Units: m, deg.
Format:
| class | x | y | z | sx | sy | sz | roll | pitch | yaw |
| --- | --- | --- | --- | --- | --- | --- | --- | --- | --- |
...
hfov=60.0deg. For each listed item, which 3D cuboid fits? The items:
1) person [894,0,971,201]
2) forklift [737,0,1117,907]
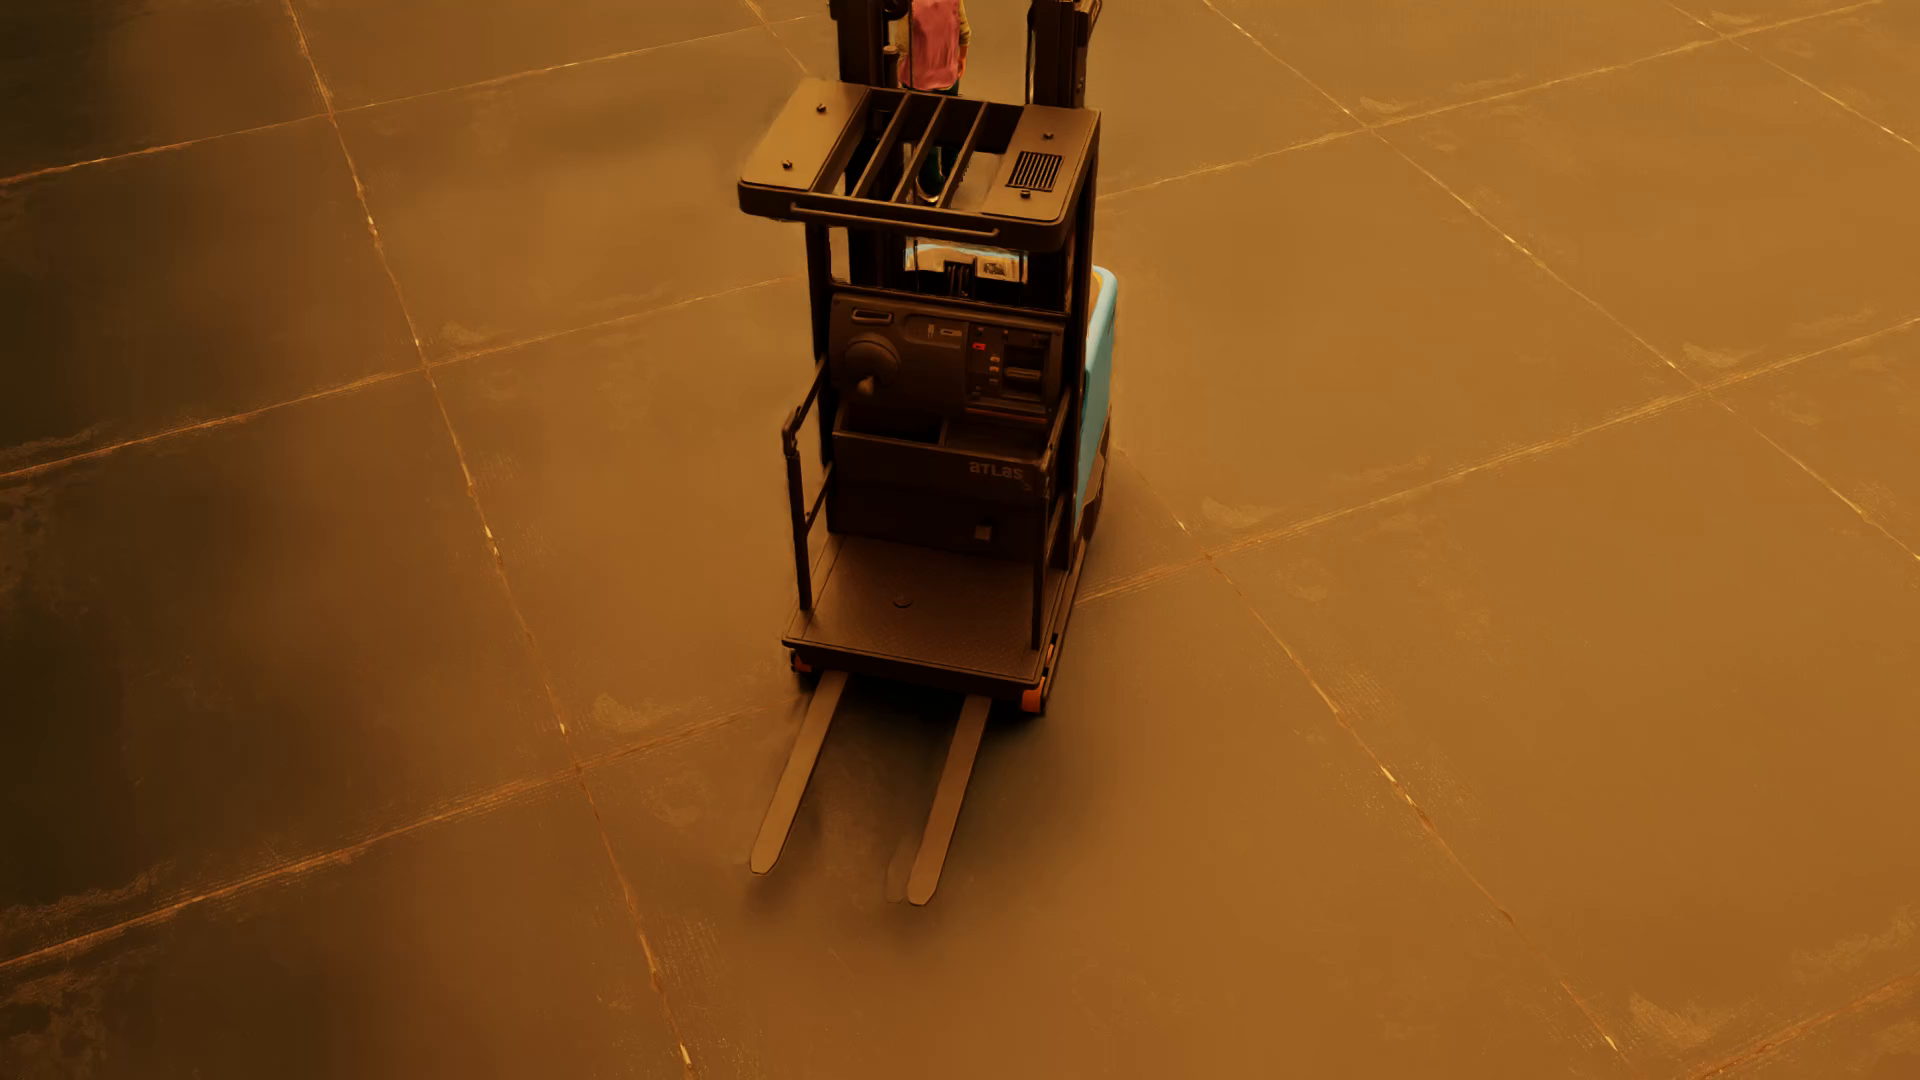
| class | x | y | z | sx | sy | sz | roll | pitch | yaw |
| --- | --- | --- | --- | --- | --- | --- | --- | --- | --- |
| person | -0.198 | -2.686 | 9.525 | 0.519 | 1.599 | 0.473 | -18 | 46 | -18 |
| forklift | -0.107 | -0.628 | 6.353 | 1.130 | 2.935 | 3.031 | 9 | 44 | 10 |
